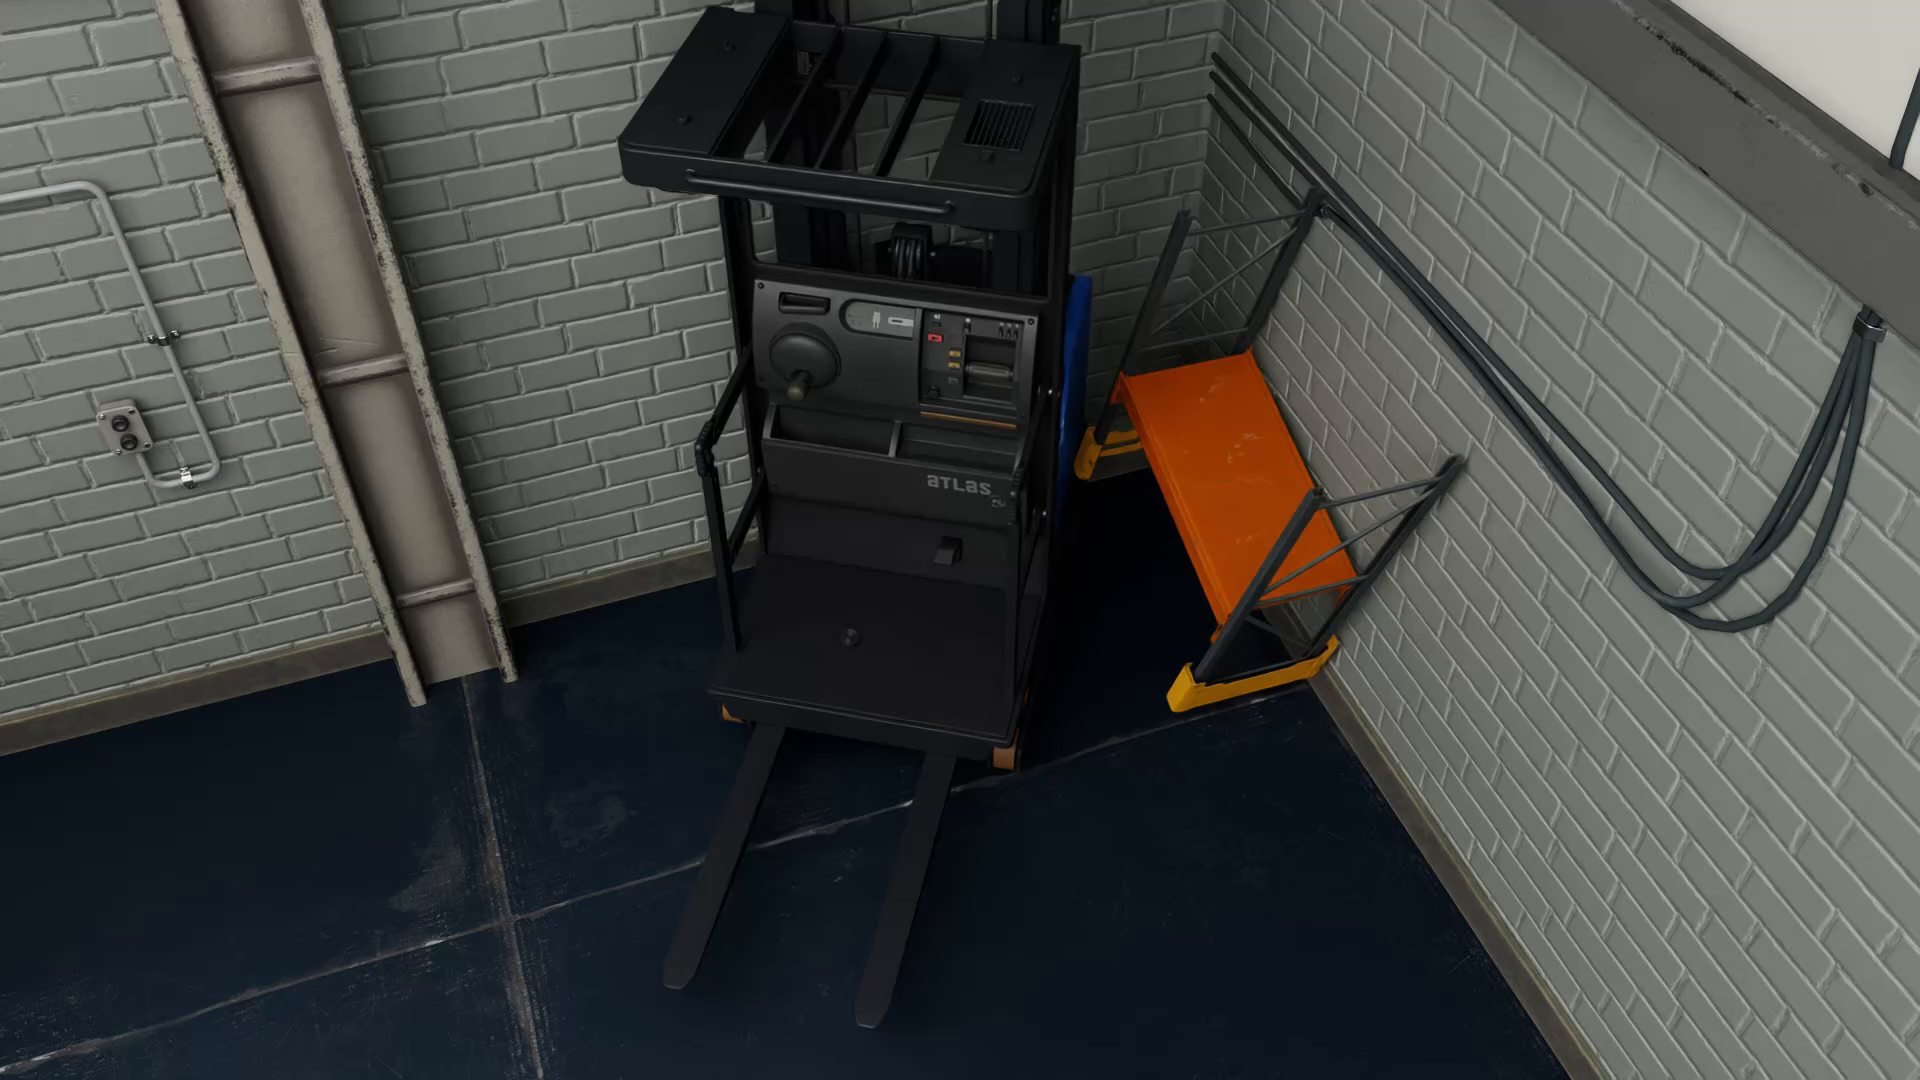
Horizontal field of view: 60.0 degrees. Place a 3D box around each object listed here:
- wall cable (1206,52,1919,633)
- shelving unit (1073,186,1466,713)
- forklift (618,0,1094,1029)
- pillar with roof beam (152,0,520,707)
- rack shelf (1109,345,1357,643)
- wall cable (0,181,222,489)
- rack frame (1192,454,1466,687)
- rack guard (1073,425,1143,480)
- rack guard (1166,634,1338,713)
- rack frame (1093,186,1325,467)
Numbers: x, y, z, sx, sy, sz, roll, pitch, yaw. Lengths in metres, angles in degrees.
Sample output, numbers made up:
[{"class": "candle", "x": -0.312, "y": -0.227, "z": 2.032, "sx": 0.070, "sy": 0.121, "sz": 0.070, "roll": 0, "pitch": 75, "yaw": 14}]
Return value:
[{"class": "wall cable", "x": 1.307, "y": -1.510, "z": 4.094, "sx": 0.112, "sy": 2.526, "sz": 3.097, "roll": -14, "pitch": 47, "yaw": -14}, {"class": "shelving unit", "x": 0.972, "y": -0.255, "z": 5.615, "sx": 0.587, "sy": 1.500, "sz": 1.083, "roll": -13, "pitch": 64, "yaw": -15}, {"class": "forklift", "x": -0.257, "y": -0.513, "z": 5.192, "sx": 1.130, "sy": 2.935, "sz": 3.031, "roll": 9, "pitch": 46, "yaw": 9}, {"class": "pillar with roof beam", "x": -0.427, "y": 0.158, "z": 0.239, "sx": 0.400, "sy": 9.000, "sz": 9.100, "roll": -14, "pitch": 47, "yaw": -14}, {"class": "rack shelf", "x": 0.946, "y": -0.177, "z": 5.775, "sx": 0.538, "sy": 0.185, "sz": 1.000, "roll": -13, "pitch": 64, "yaw": -15}, {"class": "wall cable", "x": -3.251, "y": -0.663, "z": 4.576, "sx": 1.851, "sy": 1.984, "sz": 0.084, "roll": -14, "pitch": 47, "yaw": -14}, {"class": "rack frame", "x": 1.126, "y": 0.172, "z": 5.406, "sx": 0.500, "sy": 1.500, "sz": 0.032, "roll": -13, "pitch": 64, "yaw": -15}, {"class": "rack guard", "x": 0.736, "y": -0.384, "z": 6.368, "sx": 0.587, "sy": 0.250, "sz": 0.087, "roll": -13, "pitch": 64, "yaw": -15}, {"class": "rack guard", "x": 1.044, "y": 0.467, "z": 5.951, "sx": 0.587, "sy": 0.250, "sz": 0.087, "roll": -13, "pitch": 64, "yaw": -15}, {"class": "rack frame", "x": 0.813, "y": -0.697, "z": 5.831, "sx": 0.500, "sy": 1.500, "sz": 0.032, "roll": -13, "pitch": 64, "yaw": -15}]
